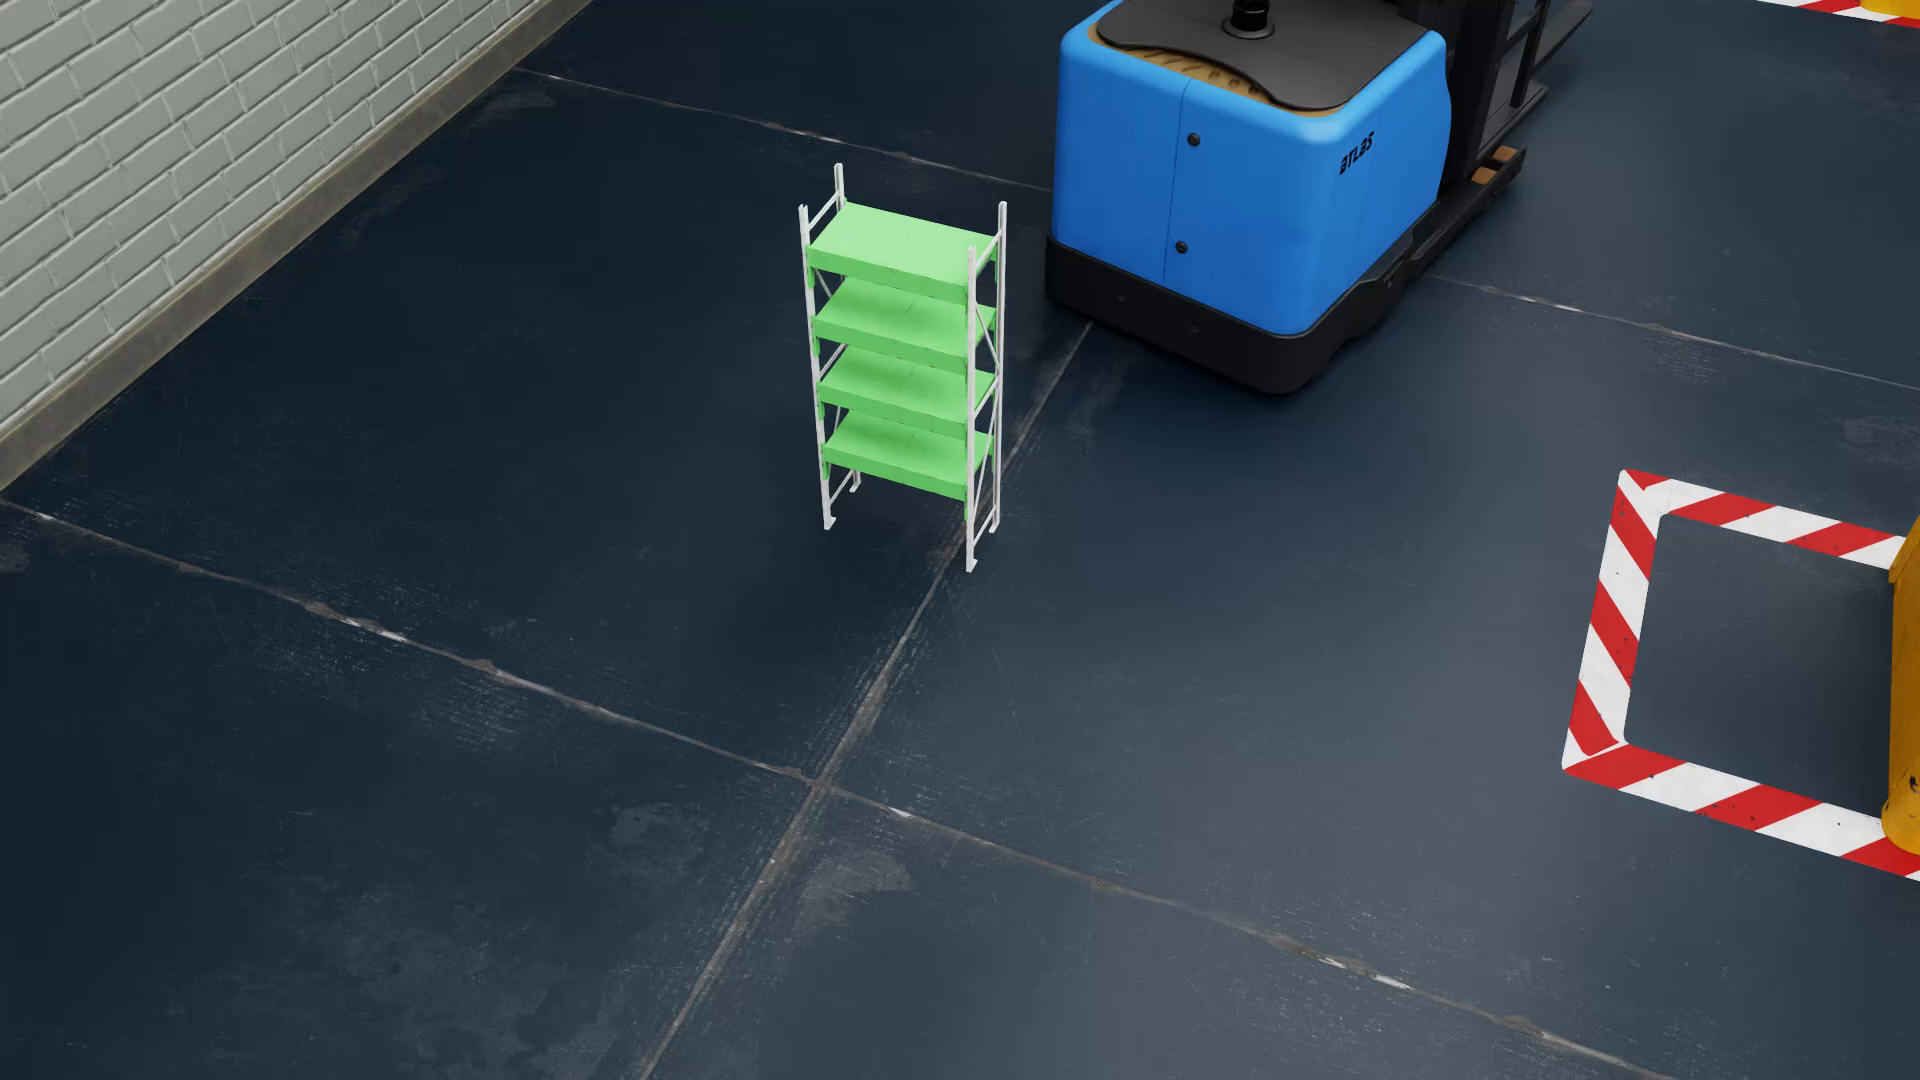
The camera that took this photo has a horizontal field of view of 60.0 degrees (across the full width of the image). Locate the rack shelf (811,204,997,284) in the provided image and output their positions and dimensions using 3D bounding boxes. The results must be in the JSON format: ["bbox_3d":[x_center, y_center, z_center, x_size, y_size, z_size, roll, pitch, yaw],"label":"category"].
[{"bbox_3d":[-0.153,-0.803,4.541,0.457,0.021,0.221,16,47,16],"label":"rack shelf"}]

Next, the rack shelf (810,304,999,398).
[{"bbox_3d":[-0.153,-0.595,4.748,0.480,0.148,0.258,16,47,16],"label":"rack shelf"}]

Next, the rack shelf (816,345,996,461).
[{"bbox_3d":[-0.153,-0.425,4.917,0.480,0.148,0.258,16,47,16],"label":"rack shelf"}]

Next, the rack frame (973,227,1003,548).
[{"bbox_3d":[0.073,-0.405,4.806,0.006,1.046,0.228,16,47,16],"label":"rack frame"}]

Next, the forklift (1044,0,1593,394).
[{"bbox_3d":[1.598,-2.527,5.712,1.130,2.935,3.031,28,51,25],"label":"forklift"}]

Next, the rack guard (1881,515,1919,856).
[{"bbox_3d":[2.841,0.299,4.595,0.348,0.500,1.175,16,47,16],"label":"rack guard"}]

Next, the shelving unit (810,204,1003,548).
[{"bbox_3d":[-0.149,-0.469,4.871,0.487,1.046,0.258,16,47,16],"label":"shelving unit"}]
